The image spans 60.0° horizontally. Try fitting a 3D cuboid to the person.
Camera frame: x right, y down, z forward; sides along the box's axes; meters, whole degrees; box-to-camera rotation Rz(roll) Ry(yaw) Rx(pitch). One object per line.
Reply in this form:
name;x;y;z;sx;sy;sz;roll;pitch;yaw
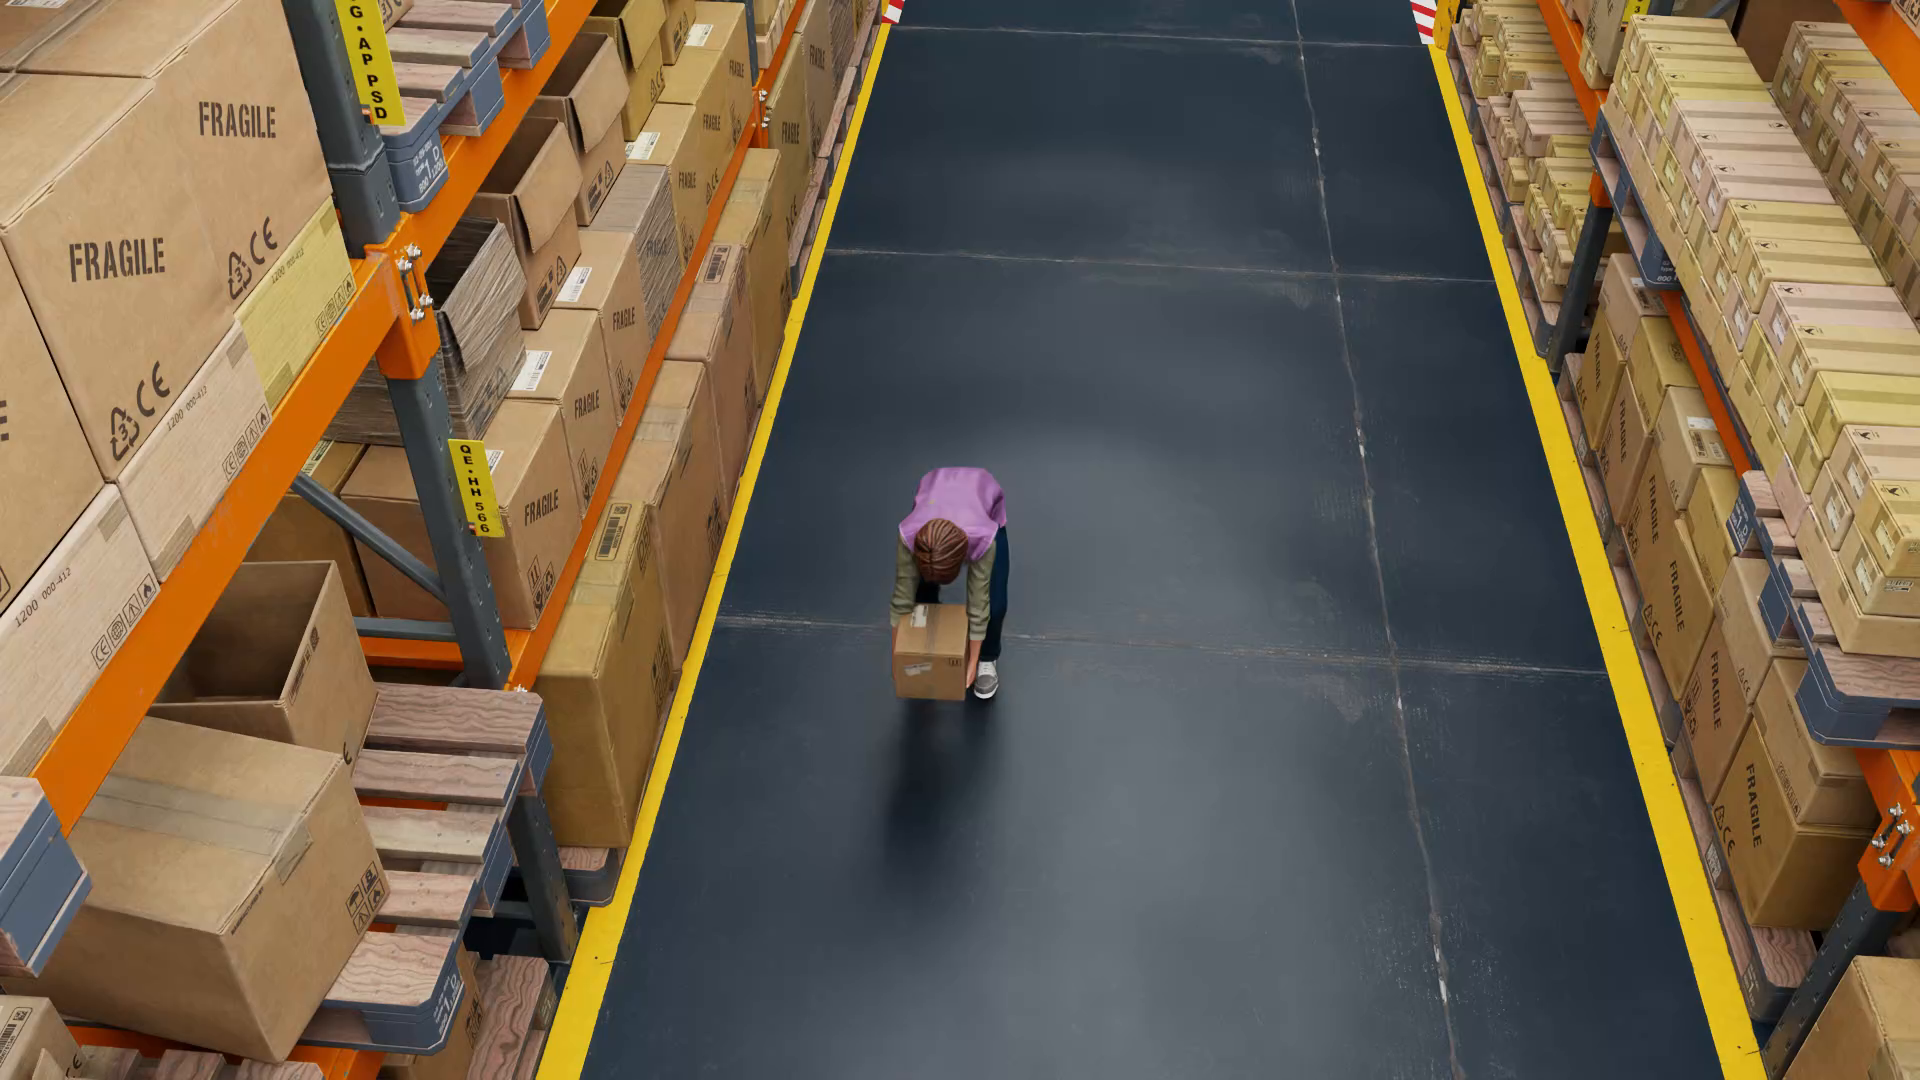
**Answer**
person;-0.033;0.216;6.232;0.413;1.184;0.826;3;41;4
